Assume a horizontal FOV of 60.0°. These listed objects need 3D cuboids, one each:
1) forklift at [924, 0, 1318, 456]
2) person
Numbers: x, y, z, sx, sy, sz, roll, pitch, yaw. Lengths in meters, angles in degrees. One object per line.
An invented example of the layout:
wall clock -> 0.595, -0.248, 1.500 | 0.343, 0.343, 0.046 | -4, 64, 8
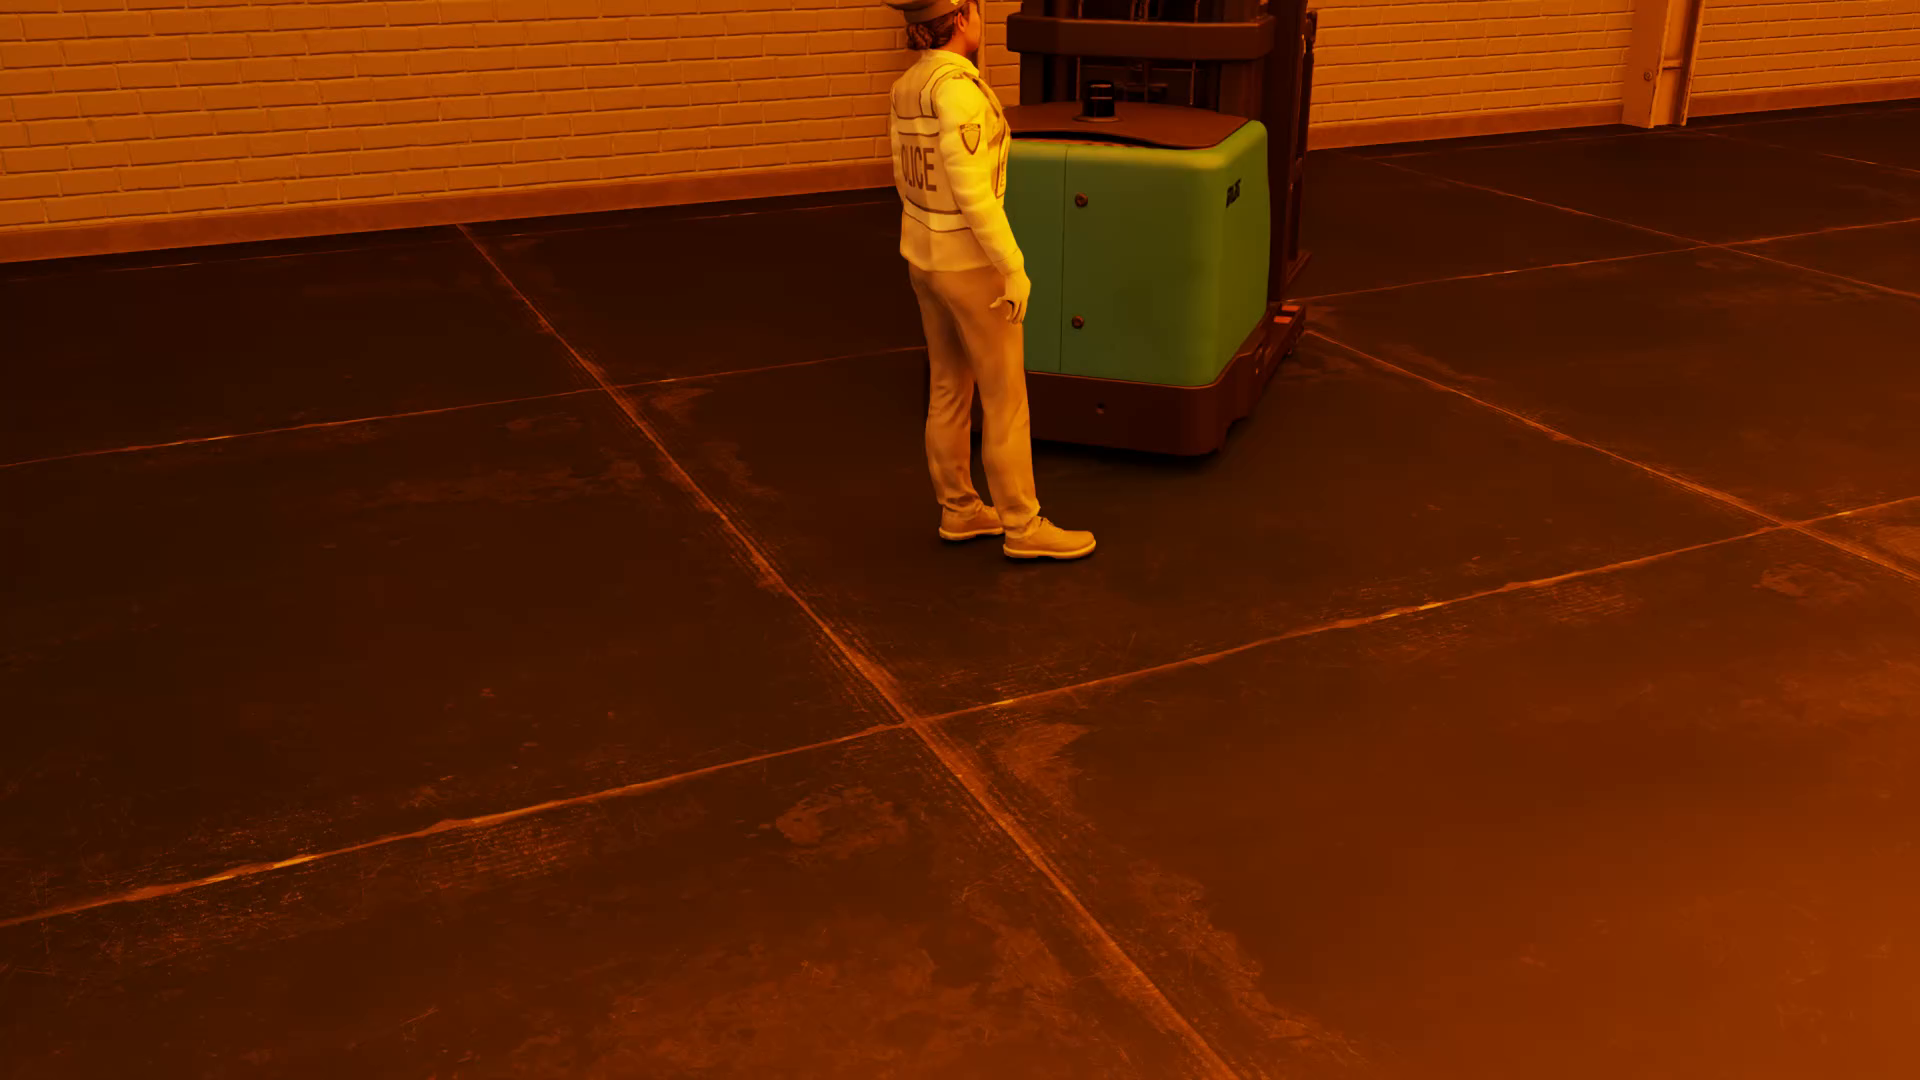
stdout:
forklift -> 0.851, -2.172, 6.514 | 1.130, 2.935, 3.031 | 8, 24, 18
person -> 0.069, -0.799, 4.807 | 0.517, 1.692, 0.595 | -10, 25, -23
